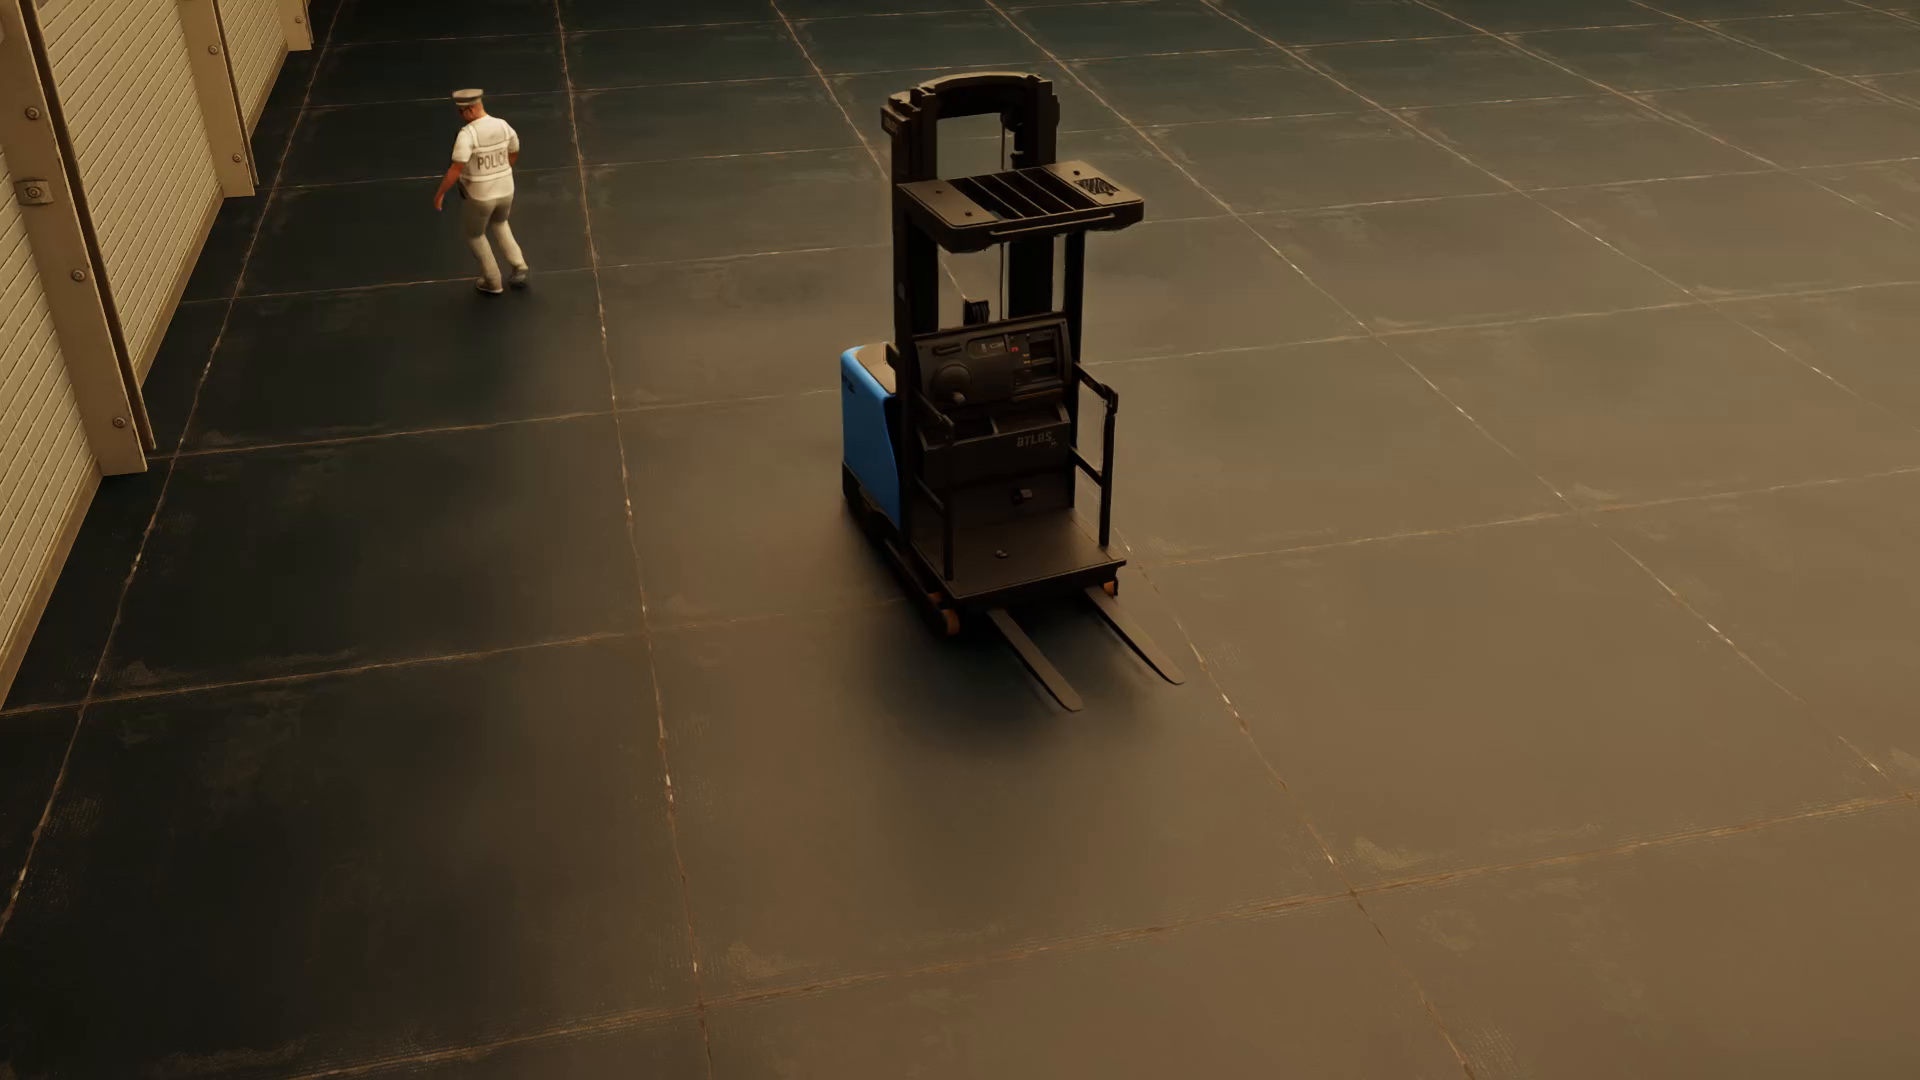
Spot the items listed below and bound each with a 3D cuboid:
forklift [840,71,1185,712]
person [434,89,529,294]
[{"bbox_3d":[0.281,-0.957,9.228,1.130,2.935,3.031,-12,32,-20],"label":"forklift"},{"bbox_3d":[-3.976,-2.858,13.756,0.481,1.745,0.801,26,39,37],"label":"person"}]
